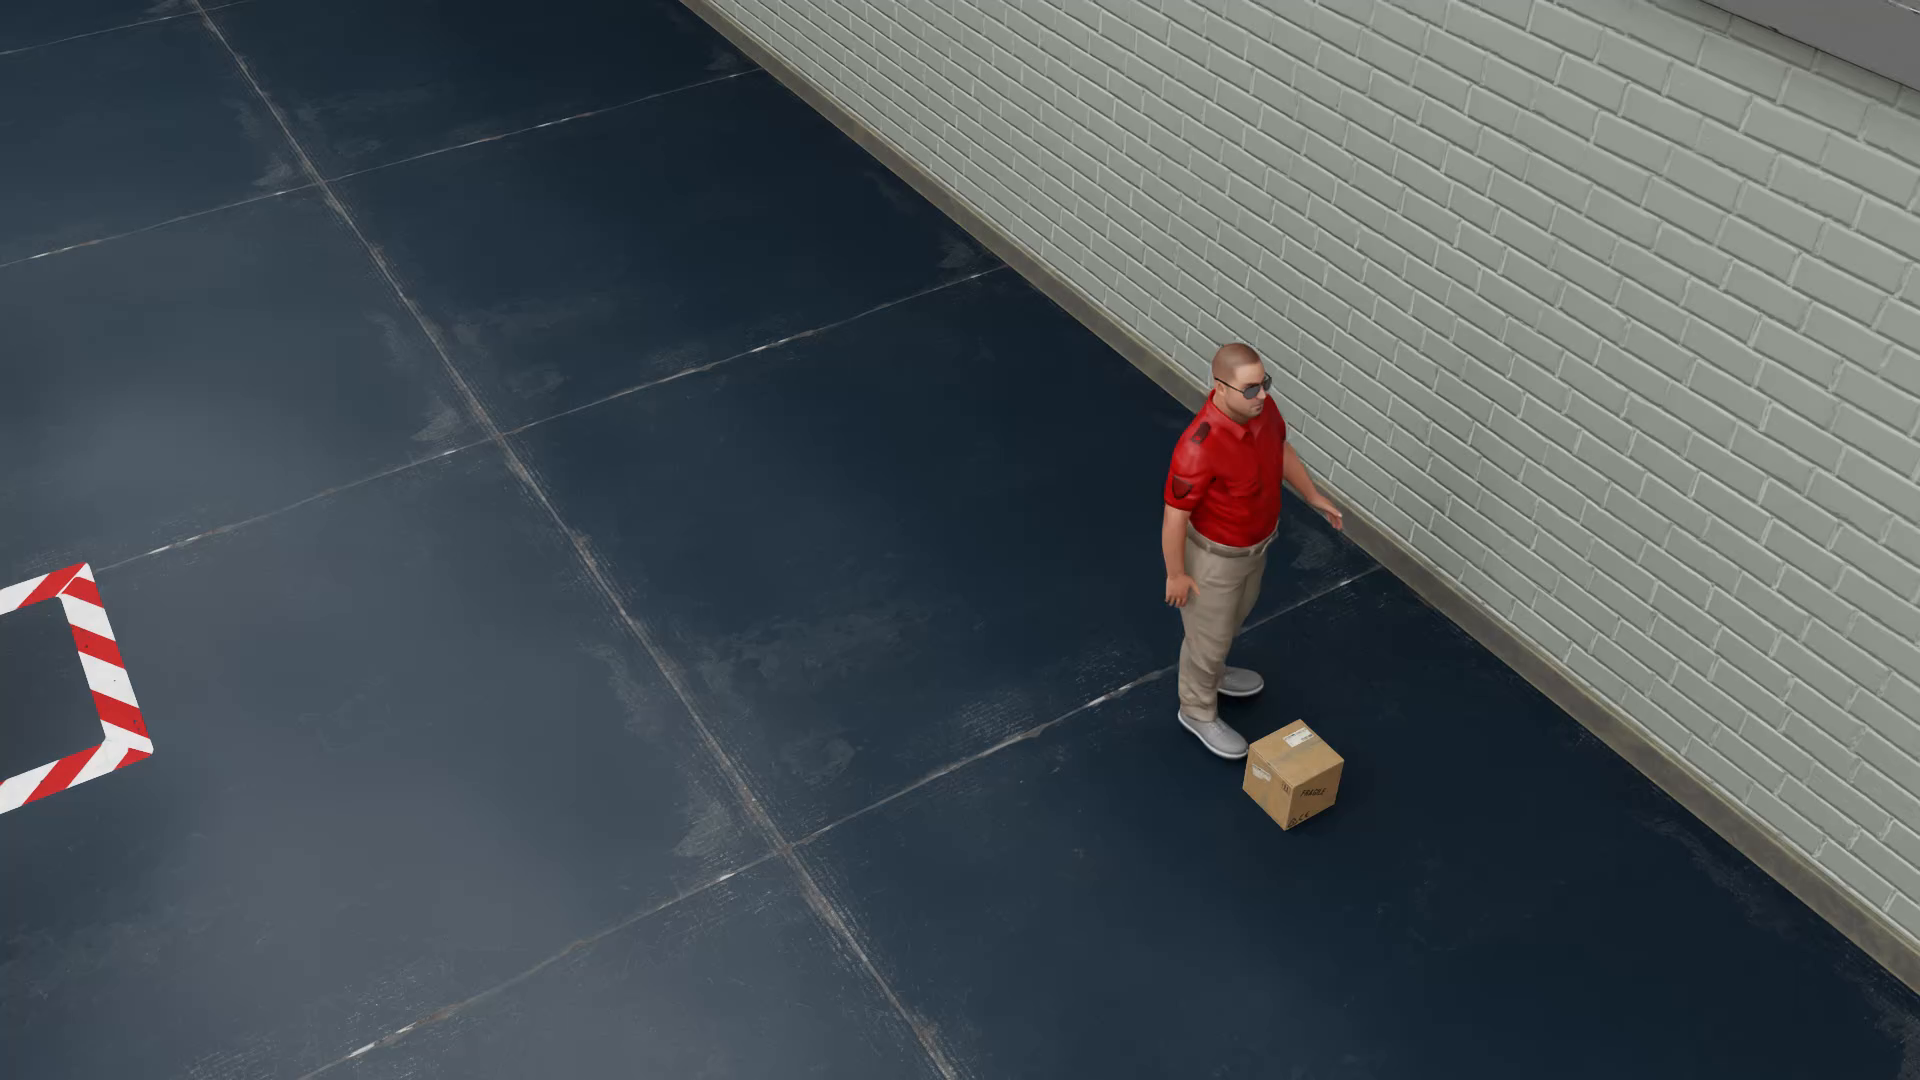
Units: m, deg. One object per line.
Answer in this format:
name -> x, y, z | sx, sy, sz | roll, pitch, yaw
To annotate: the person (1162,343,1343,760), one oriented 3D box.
person -> 1.058, 0.024, 6.111 | 0.467, 1.738, 0.701 | 25, 47, 26
